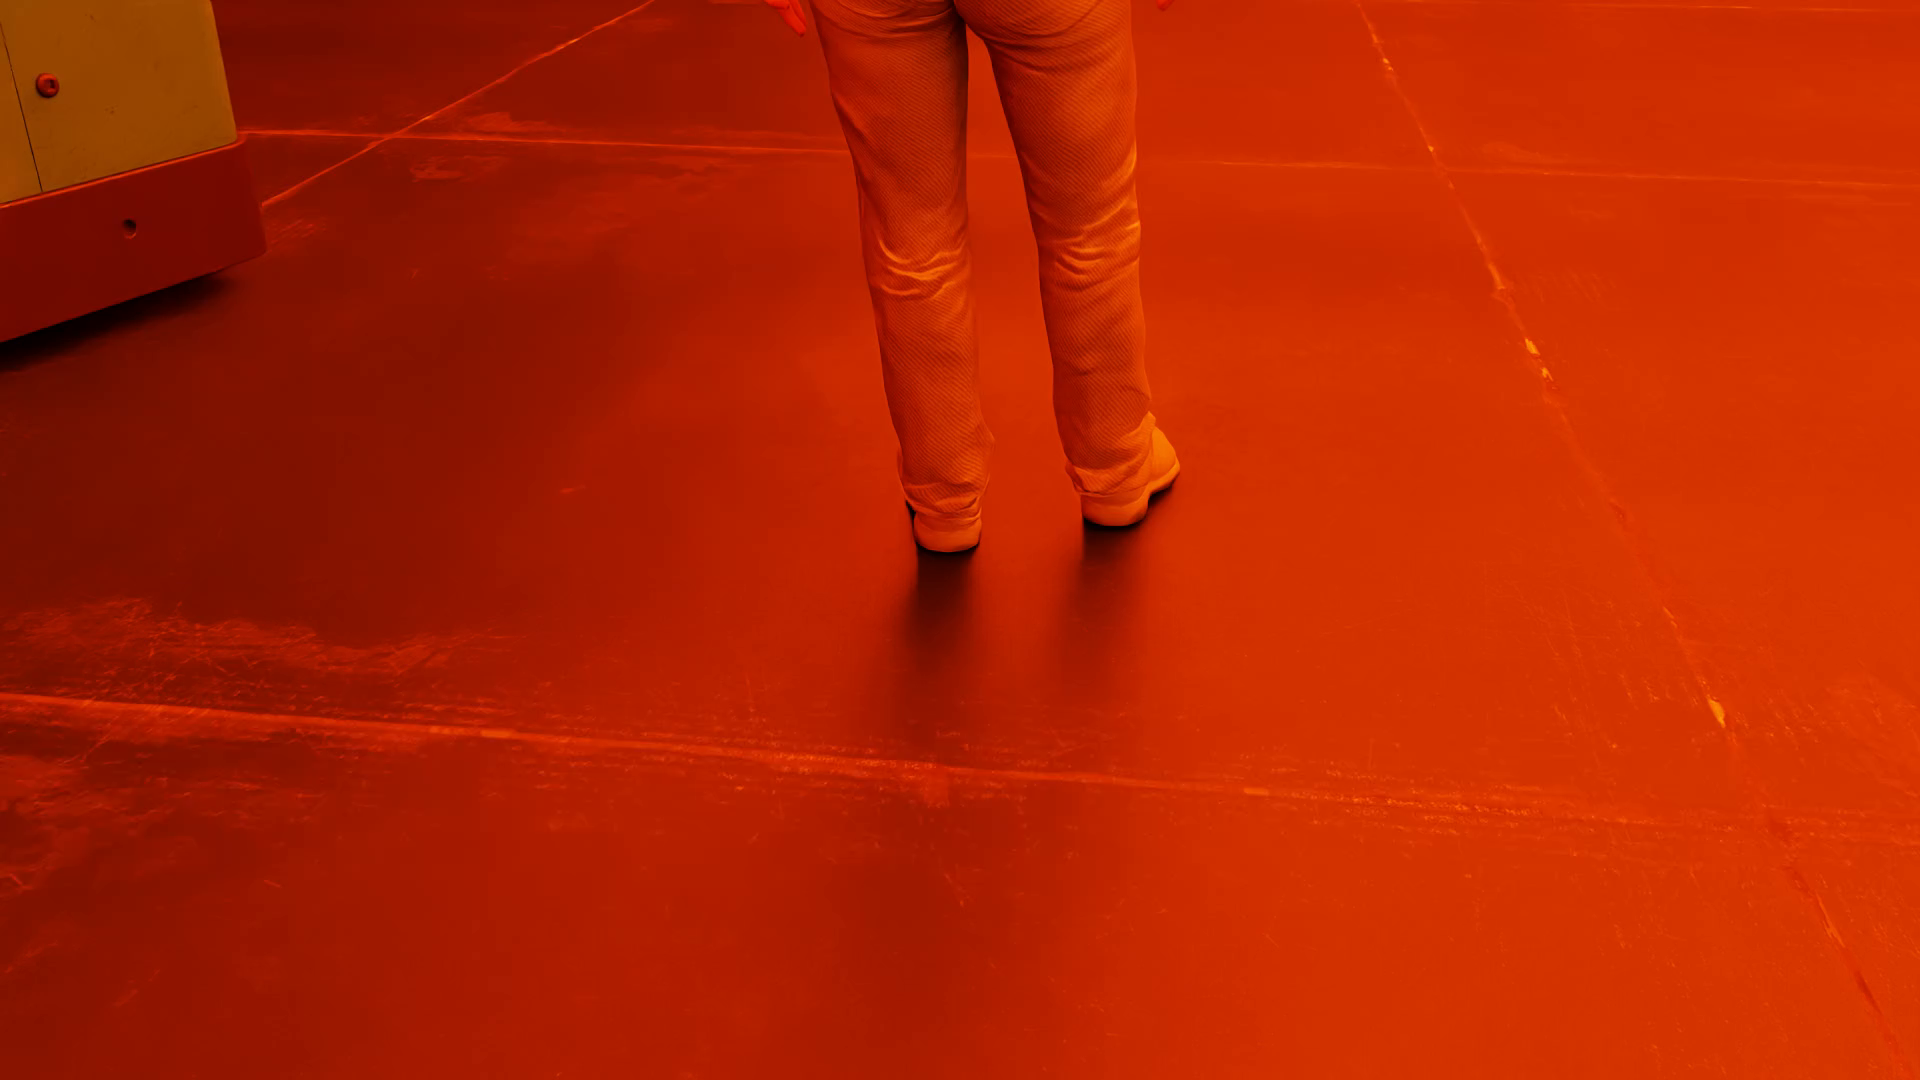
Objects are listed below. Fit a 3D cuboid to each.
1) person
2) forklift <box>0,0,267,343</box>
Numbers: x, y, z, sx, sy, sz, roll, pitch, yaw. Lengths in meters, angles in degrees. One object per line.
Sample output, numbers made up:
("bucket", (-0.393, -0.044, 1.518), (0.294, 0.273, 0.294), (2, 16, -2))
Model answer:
("person", (0.016, -0.828, 2.156), (0.634, 1.775, 0.566), (3, 27, 7))
("forklift", (-3.046, -1.979, 3.183), (3.031, 2.935, 1.130), (13, 29, 24))
